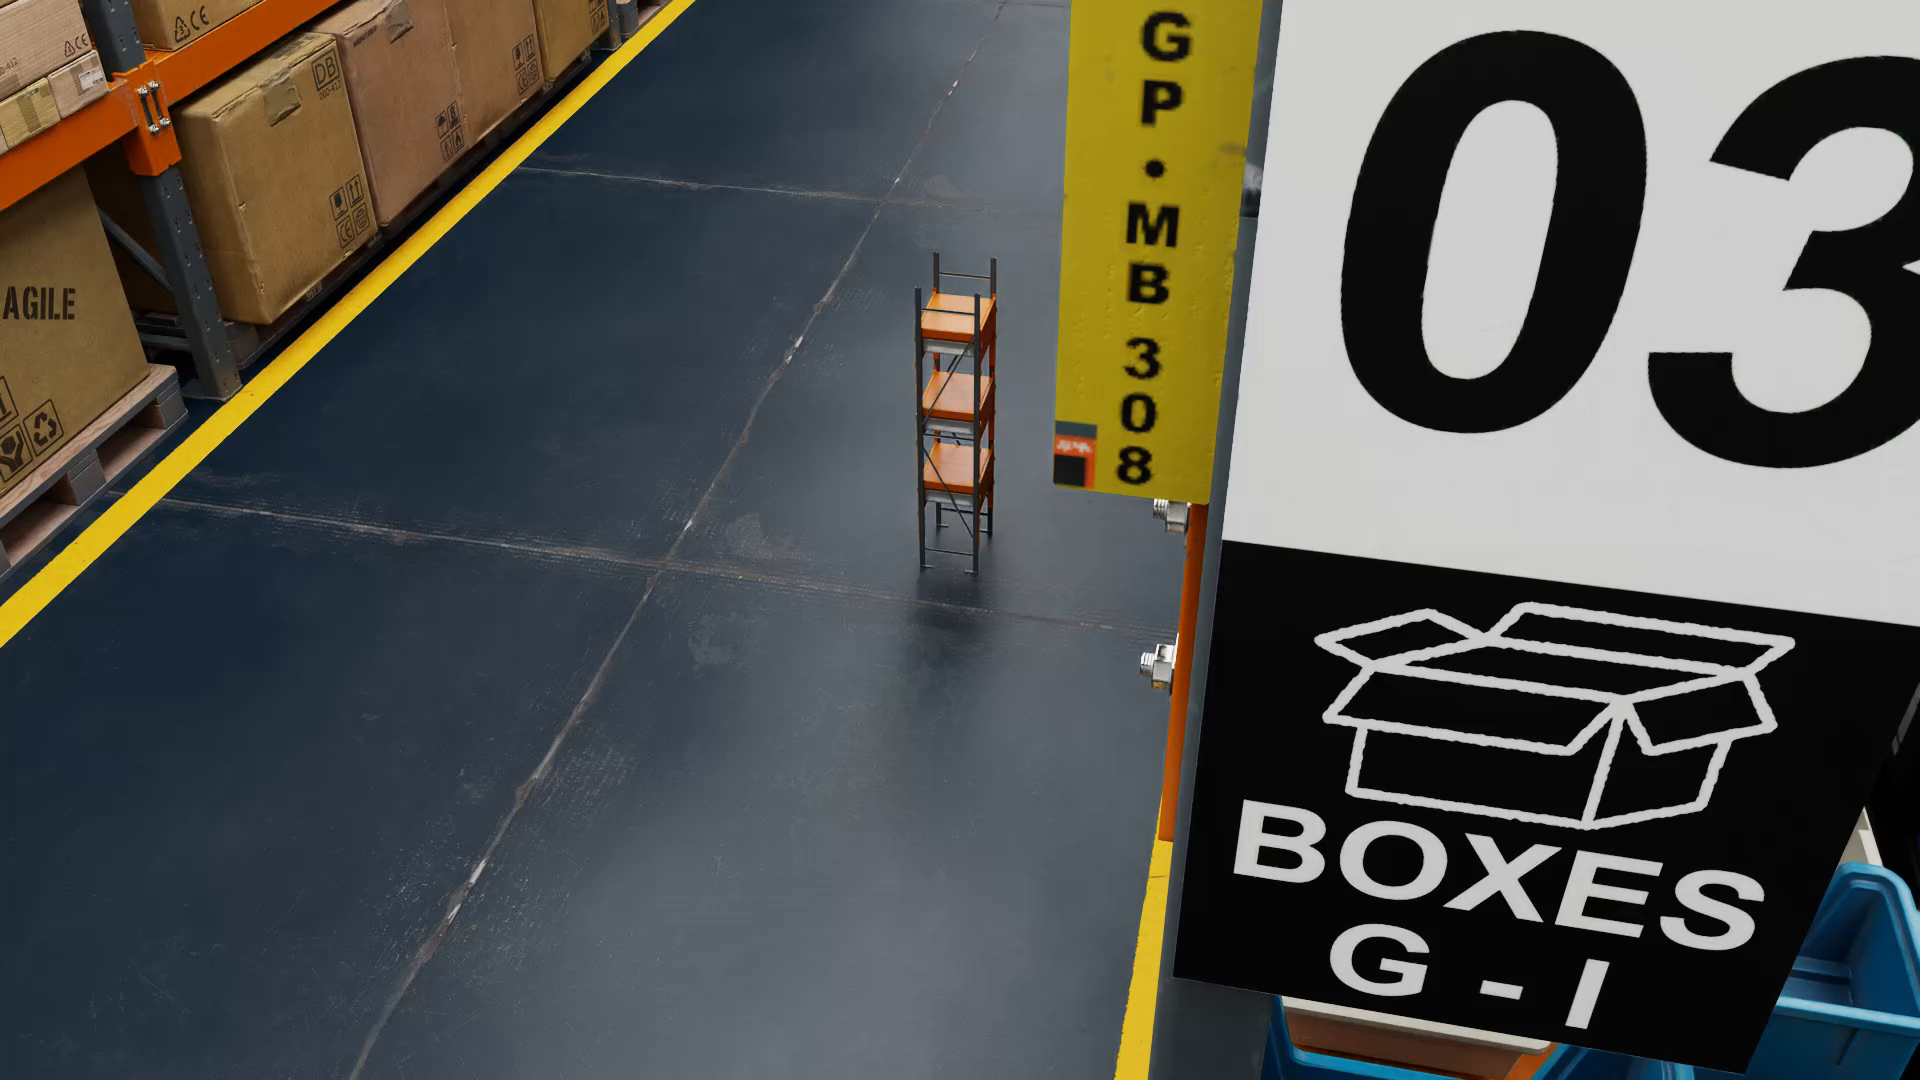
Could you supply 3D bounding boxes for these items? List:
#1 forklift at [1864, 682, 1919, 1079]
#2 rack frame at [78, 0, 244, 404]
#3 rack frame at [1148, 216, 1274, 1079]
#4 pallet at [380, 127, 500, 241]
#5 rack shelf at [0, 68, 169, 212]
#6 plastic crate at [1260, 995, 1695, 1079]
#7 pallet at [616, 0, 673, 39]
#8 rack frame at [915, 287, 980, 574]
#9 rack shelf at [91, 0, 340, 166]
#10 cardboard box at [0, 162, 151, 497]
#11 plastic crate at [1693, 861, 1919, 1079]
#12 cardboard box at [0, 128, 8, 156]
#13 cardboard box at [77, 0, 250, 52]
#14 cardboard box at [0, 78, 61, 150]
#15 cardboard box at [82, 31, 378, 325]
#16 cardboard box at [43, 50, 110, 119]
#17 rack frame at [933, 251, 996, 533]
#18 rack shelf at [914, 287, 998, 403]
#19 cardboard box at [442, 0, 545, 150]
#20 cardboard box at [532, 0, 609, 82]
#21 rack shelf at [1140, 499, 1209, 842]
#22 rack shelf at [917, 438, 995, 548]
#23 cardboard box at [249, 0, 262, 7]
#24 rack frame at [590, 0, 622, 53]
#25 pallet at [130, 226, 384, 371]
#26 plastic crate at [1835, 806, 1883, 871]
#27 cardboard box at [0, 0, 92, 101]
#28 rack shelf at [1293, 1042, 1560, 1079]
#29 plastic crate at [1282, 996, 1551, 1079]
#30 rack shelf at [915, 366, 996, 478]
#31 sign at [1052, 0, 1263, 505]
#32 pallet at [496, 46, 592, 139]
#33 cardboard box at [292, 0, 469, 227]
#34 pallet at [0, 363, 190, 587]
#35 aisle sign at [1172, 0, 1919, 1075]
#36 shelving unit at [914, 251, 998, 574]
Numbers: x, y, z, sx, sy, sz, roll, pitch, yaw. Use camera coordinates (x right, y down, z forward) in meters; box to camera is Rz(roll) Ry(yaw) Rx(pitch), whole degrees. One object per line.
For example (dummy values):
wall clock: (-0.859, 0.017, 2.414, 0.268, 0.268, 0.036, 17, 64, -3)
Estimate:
forklift: (3.021, -0.351, 3.737, 1.130, 2.935, 3.031, 10, 37, 13)
rack frame: (-3.336, -1.843, 5.737, 1.000, 3.000, 0.127, 7, 37, 10)
rack frame: (0.649, 1.071, 1.716, 1.000, 3.000, 0.127, 7, 37, 10)
pallet: (-2.986, -1.867, 8.146, 1.003, 0.211, 1.213, 7, 37, 10)
rack shelf: (-3.763, -0.405, 4.366, 1.077, 0.370, 4.000, 7, 37, 10)
plastic crate: (0.538, 0.817, 1.985, 0.616, 0.435, 0.499, 7, 37, 10)
pallet: (-2.313, -3.455, 10.337, 1.003, 0.211, 1.213, 7, 37, 10)
rack frame: (-0.037, -0.324, 5.303, 0.200, 1.050, 0.008, 7, 37, 10)
rack shelf: (-2.909, -2.698, 7.530, 1.077, 0.370, 4.000, 7, 37, 10)
cardboard box: (-3.555, -0.784, 5.729, 0.875, 0.875, 0.875, 7, 37, 10)
plastic crate: (1.163, 0.637, 2.407, 0.416, 0.233, 0.300, 7, 37, 10)
cardboard box: (-3.191, -1.231, 5.106, 0.380, 0.149, 0.250, 7, 36, 9)
cardboard box: (-2.993, -2.116, 6.028, 0.500, 0.500, 0.500, 7, 37, 10)
cardboard box: (-3.136, -1.377, 5.309, 0.380, 0.149, 0.250, 8, 37, 11)
cardboard box: (-3.219, -1.522, 6.747, 1.225, 0.875, 0.875, 7, 37, 10)
cardboard box: (-3.081, -1.525, 5.513, 0.380, 0.149, 0.250, 8, 37, 10)
rack frame: (0.015, -0.464, 5.496, 0.200, 1.050, 0.008, 7, 37, 10)
rack shelf: (-0.011, -0.616, 5.239, 0.215, 0.259, 0.240, 7, 37, 10)
cardboard box: (-2.847, -2.543, 8.155, 1.225, 0.875, 0.875, 7, 37, 10)
cardboard box: (-2.649, -3.053, 8.859, 1.225, 0.875, 0.875, 6, 36, 8)
rack shelf: (1.076, -0.999, 2.629, 1.077, 0.370, 4.000, 7, 37, 10)
rack shelf: (-0.011, -0.161, 5.569, 0.215, 0.259, 0.240, 7, 37, 10)
cardboard box: (-2.887, -2.404, 6.426, 0.500, 0.500, 0.500, 7, 37, 10)
rack frame: (-2.481, -4.136, 8.901, 1.000, 3.000, 0.127, 7, 37, 10)
pallet: (-3.245, -1.166, 7.178, 1.003, 0.211, 1.213, 7, 37, 10)
plastic crate: (1.317, 0.491, 2.690, 0.250, 0.136, 0.298, 7, 37, 10)
cardboard box: (-3.174, -1.617, 5.299, 0.500, 0.250, 0.500, 7, 36, 9)
rack shelf: (1.076, 0.216, 3.509, 1.077, 0.370, 4.000, 7, 37, 10)
plastic crate: (0.646, 0.663, 2.452, 0.396, 0.136, 0.243, 7, 37, 10)
rack shelf: (-0.011, -0.386, 5.406, 0.215, 0.259, 0.240, 7, 37, 10)
sign: (0.108, -0.161, 0.949, 0.100, 0.325, 0.005, 7, 37, 10)
pallet: (-2.723, -2.565, 9.109, 1.003, 0.211, 1.213, 7, 37, 10)
cardboard box: (-3.029, -2.035, 7.454, 1.225, 0.875, 0.875, 6, 36, 8)
pallet: (-3.575, -0.288, 5.967, 1.003, 0.211, 1.213, 7, 37, 10)
aisle sign: (0.347, 0.023, 0.947, 0.394, 0.787, 0.004, 7, 37, 10)
shelving unit: (-0.011, -0.394, 5.400, 0.215, 1.050, 0.252, 7, 37, 10)
